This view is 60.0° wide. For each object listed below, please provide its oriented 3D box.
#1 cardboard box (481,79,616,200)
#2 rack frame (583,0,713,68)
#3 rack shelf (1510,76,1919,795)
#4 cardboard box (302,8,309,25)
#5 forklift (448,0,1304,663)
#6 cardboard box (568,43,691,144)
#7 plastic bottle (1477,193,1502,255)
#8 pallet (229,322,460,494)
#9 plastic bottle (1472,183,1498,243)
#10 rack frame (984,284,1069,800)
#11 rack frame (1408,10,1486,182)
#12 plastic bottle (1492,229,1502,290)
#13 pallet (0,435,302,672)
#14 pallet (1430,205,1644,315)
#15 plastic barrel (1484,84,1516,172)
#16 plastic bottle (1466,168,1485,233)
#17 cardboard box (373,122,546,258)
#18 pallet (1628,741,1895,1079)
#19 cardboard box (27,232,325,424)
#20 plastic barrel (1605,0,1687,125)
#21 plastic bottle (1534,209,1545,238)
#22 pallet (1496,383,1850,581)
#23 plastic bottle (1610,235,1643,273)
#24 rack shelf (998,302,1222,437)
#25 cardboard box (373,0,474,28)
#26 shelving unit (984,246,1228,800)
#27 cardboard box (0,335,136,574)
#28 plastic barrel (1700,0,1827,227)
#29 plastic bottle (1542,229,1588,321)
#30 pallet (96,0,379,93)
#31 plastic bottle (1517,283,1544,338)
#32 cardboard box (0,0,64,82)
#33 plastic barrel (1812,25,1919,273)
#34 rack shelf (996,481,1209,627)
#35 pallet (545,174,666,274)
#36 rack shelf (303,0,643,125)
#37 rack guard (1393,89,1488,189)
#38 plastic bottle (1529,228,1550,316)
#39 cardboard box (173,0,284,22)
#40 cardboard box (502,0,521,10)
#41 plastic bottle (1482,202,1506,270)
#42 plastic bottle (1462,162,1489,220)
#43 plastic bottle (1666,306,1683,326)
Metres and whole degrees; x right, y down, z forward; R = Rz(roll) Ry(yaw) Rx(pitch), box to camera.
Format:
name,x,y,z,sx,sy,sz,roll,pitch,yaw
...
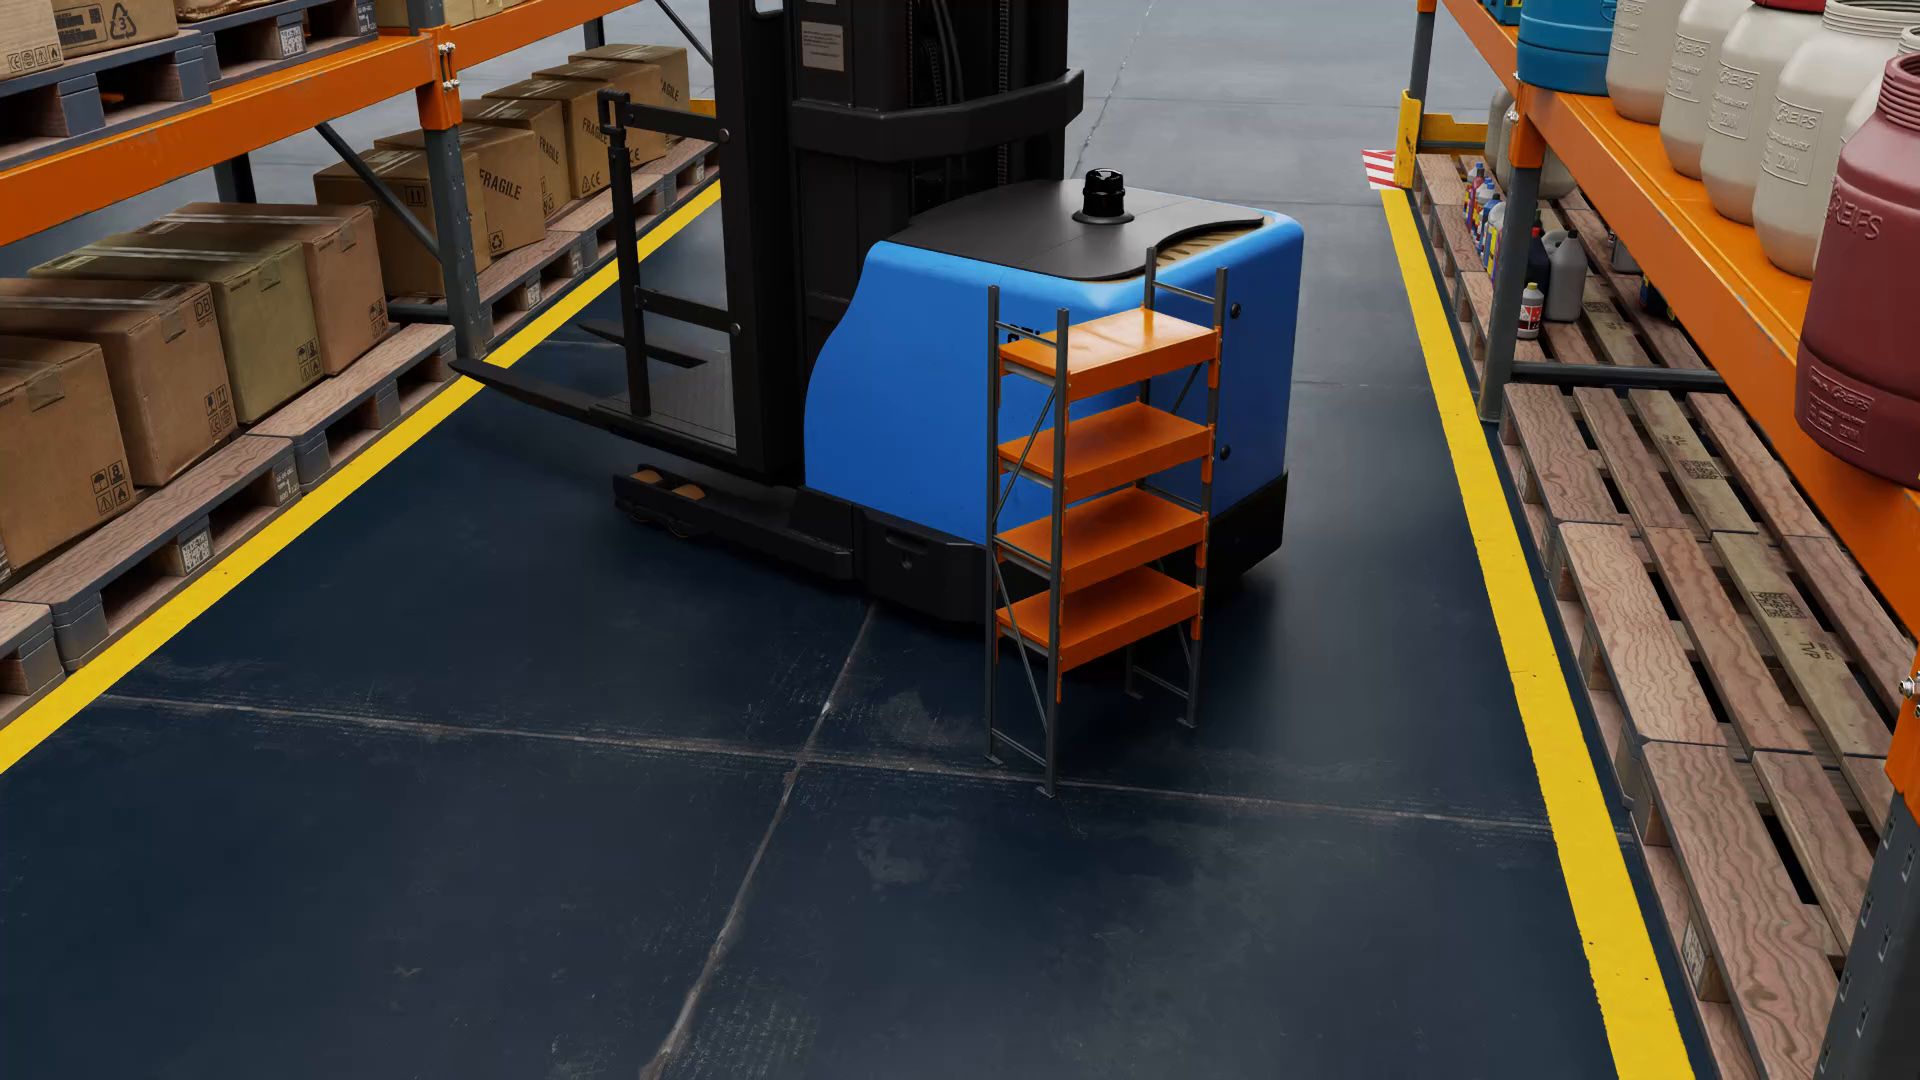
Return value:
name,x,y,z,sx,sy,sz,roll,pitch,yaw
cardboard box,-2.103,-2.082,8.612,0.500,0.500,0.500,6,26,13
rack frame,-1.799,-3.796,9.822,1.000,3.000,0.127,4,25,9
rack shelf,2.106,-0.618,3.881,1.077,0.370,4.000,4,25,9
cardboard box,-2.708,-2.120,6.537,0.380,0.149,0.250,4,25,9
forklift,-0.490,-1.491,4.978,3.031,2.935,1.130,18,31,34
cardboard box,-1.918,-2.595,9.708,0.500,0.500,0.500,9,27,18
plastic bottle,2.378,-1.410,7.424,0.097,0.271,0.097,0,25,0
pallet,-2.579,-0.535,6.144,1.003,0.211,1.213,4,25,9
plastic bottle,2.411,-1.495,7.605,0.097,0.271,0.097,0,25,0
rack frame,0.143,0.030,3.770,0.015,1.200,0.240,-20,31,-36
rack frame,3.087,-3.453,9.089,1.000,3.000,0.127,4,25,9
plastic bottle,2.271,-1.190,6.939,0.061,0.283,0.133,6,26,12
pallet,-2.776,-0.023,5.050,1.003,0.211,1.213,4,25,9
pallet,2.781,-1.307,7.794,1.003,0.211,1.213,4,25,9
plastic barrel,3.055,-2.236,8.928,0.421,0.512,0.421,0,25,0
plastic bottle,2.428,-1.592,7.798,0.061,0.283,0.133,4,25,9
cardboard box,-2.262,-1.586,7.554,0.500,0.500,0.500,13,28,25
pallet,1.944,0.834,3.219,1.003,0.211,1.213,4,25,9
cardboard box,-2.671,-0.737,5.716,0.700,0.500,0.500,4,25,8
plastic barrel,2.060,-1.457,4.664,0.433,0.535,0.433,0,25,0
plastic bottle,2.444,-1.258,7.084,0.061,0.283,0.133,4,25,9
pallet,2.343,-0.186,5.399,1.003,0.211,1.213,4,25,9
plastic bottle,2.925,-1.311,7.207,0.152,0.276,0.135,4,25,9
rack shelf,0.330,-0.392,3.745,0.480,0.148,0.258,-20,31,-36
cardboard box,-2.121,-2.079,6.449,0.380,0.149,0.250,4,25,9
shelving unit,0.330,-0.036,3.912,0.503,1.200,0.258,-20,31,-36
cardboard box,-2.853,-0.270,4.718,0.700,0.500,0.500,6,26,13
plastic barrel,1.870,-0.969,3.622,0.433,0.535,0.433,0,25,0
plastic bottle,2.396,-1.059,6.580,0.144,0.351,0.185,4,25,9
pallet,-2.722,-1.727,5.628,1.003,0.211,1.213,4,25,9
plastic bottle,2.185,-0.886,6.385,0.097,0.201,0.097,0,25,0
cardboard box,-2.606,-1.258,4.081,0.500,0.250,0.500,3,25,7
plastic barrel,1.737,-0.603,2.868,0.421,0.512,0.421,0,25,0
rack shelf,0.330,0.025,3.940,0.480,0.148,0.258,-20,31,-36
pallet,-2.181,-1.656,8.538,1.003,0.211,1.213,4,25,9
rack shelf,-2.126,-2.634,8.188,1.077,0.370,4.000,4,25,9
rack guard,3.121,-2.286,9.544,1.175,0.500,0.348,4,25,9
plastic bottle,2.254,-1.069,6.602,0.144,0.351,0.185,3,25,7
cardboard box,-2.721,-2.263,5.343,1.000,1.000,1.000,4,25,9
cardboard box,-2.054,-2.289,6.898,0.380,0.149,0.250,4,25,9
plastic bottle,2.369,-1.318,7.222,0.152,0.276,0.135,4,25,9
plastic bottle,2.483,-1.680,8.001,0.097,0.271,0.097,0,25,0
plastic bottle,2.838,-0.996,6.526,0.061,0.283,0.133,4,25,9
